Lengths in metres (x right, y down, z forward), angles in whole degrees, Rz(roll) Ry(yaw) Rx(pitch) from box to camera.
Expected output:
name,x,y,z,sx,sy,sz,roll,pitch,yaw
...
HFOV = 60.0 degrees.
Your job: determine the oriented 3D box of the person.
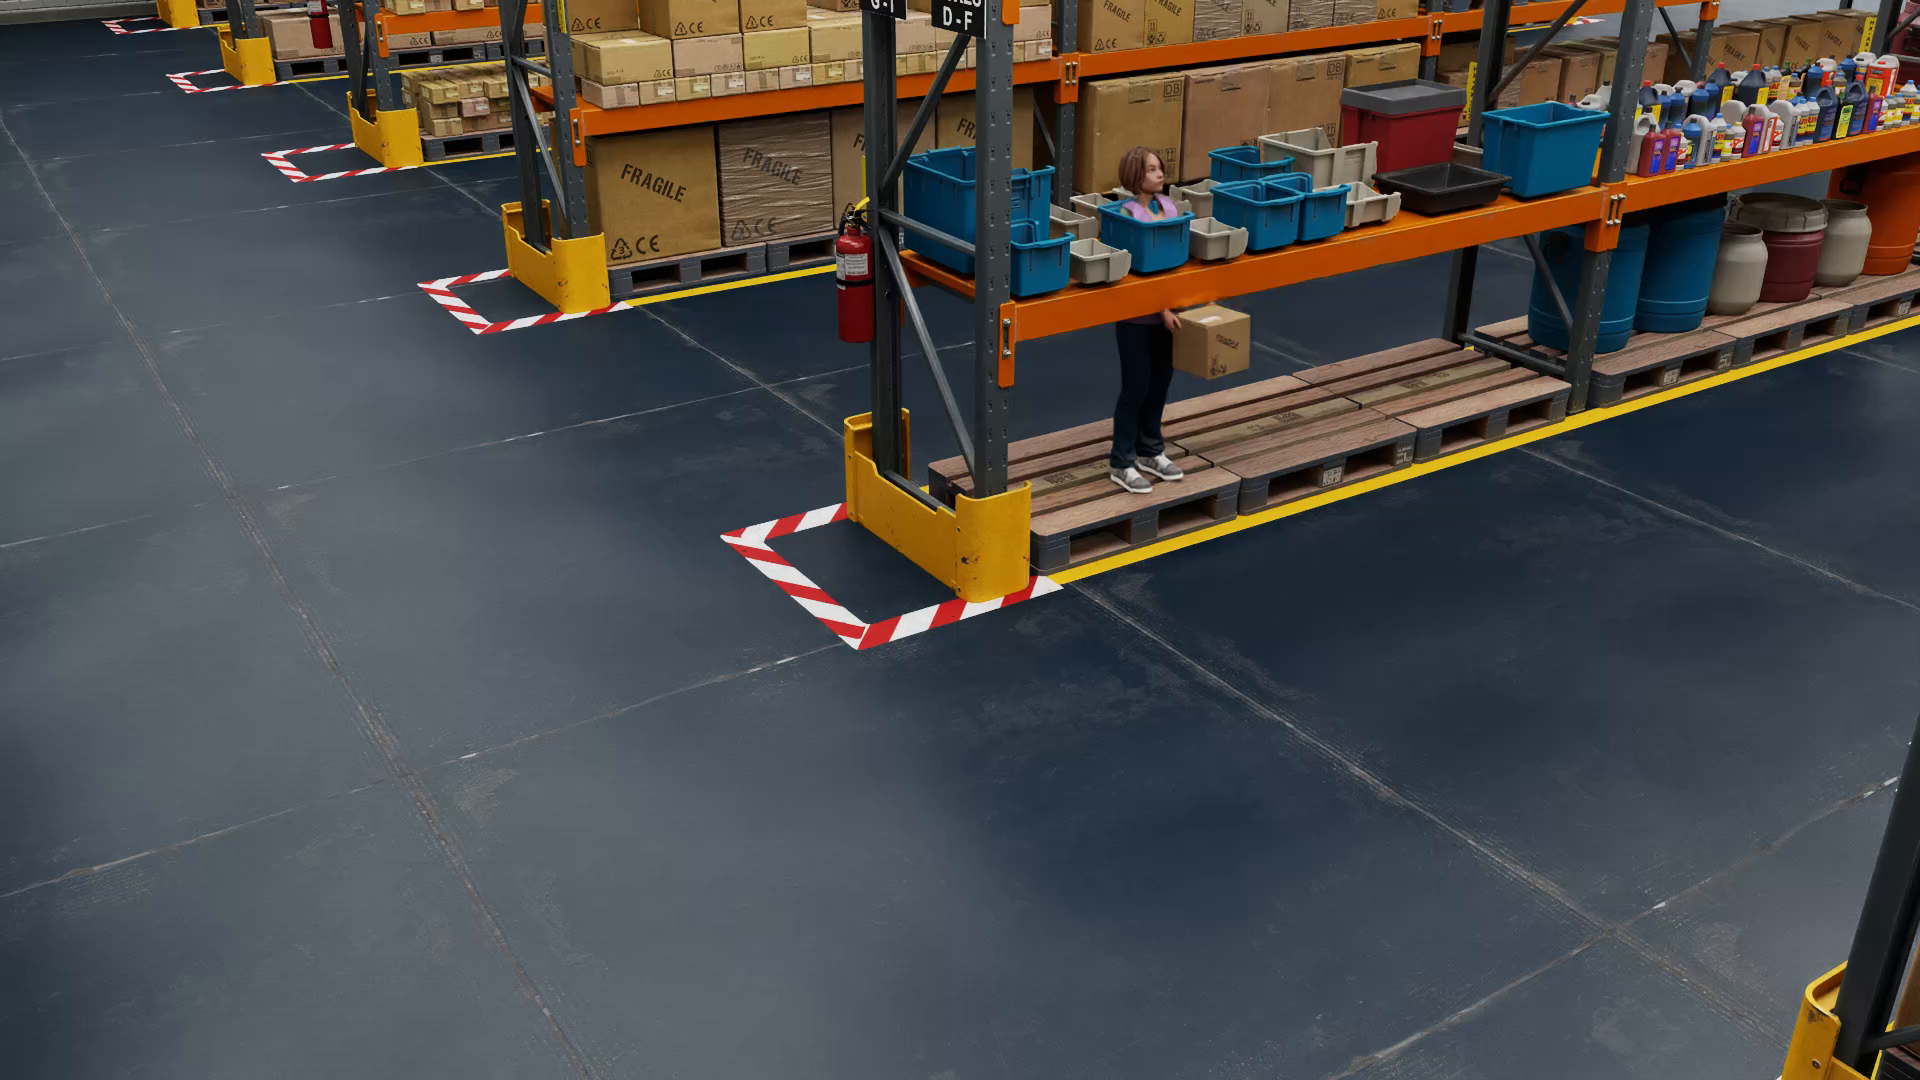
name,x,y,z,sx,sy,sz,roll,pitch,yaw
person,0.928,-1.011,7.756,0.397,1.582,0.549,-19,31,-34
